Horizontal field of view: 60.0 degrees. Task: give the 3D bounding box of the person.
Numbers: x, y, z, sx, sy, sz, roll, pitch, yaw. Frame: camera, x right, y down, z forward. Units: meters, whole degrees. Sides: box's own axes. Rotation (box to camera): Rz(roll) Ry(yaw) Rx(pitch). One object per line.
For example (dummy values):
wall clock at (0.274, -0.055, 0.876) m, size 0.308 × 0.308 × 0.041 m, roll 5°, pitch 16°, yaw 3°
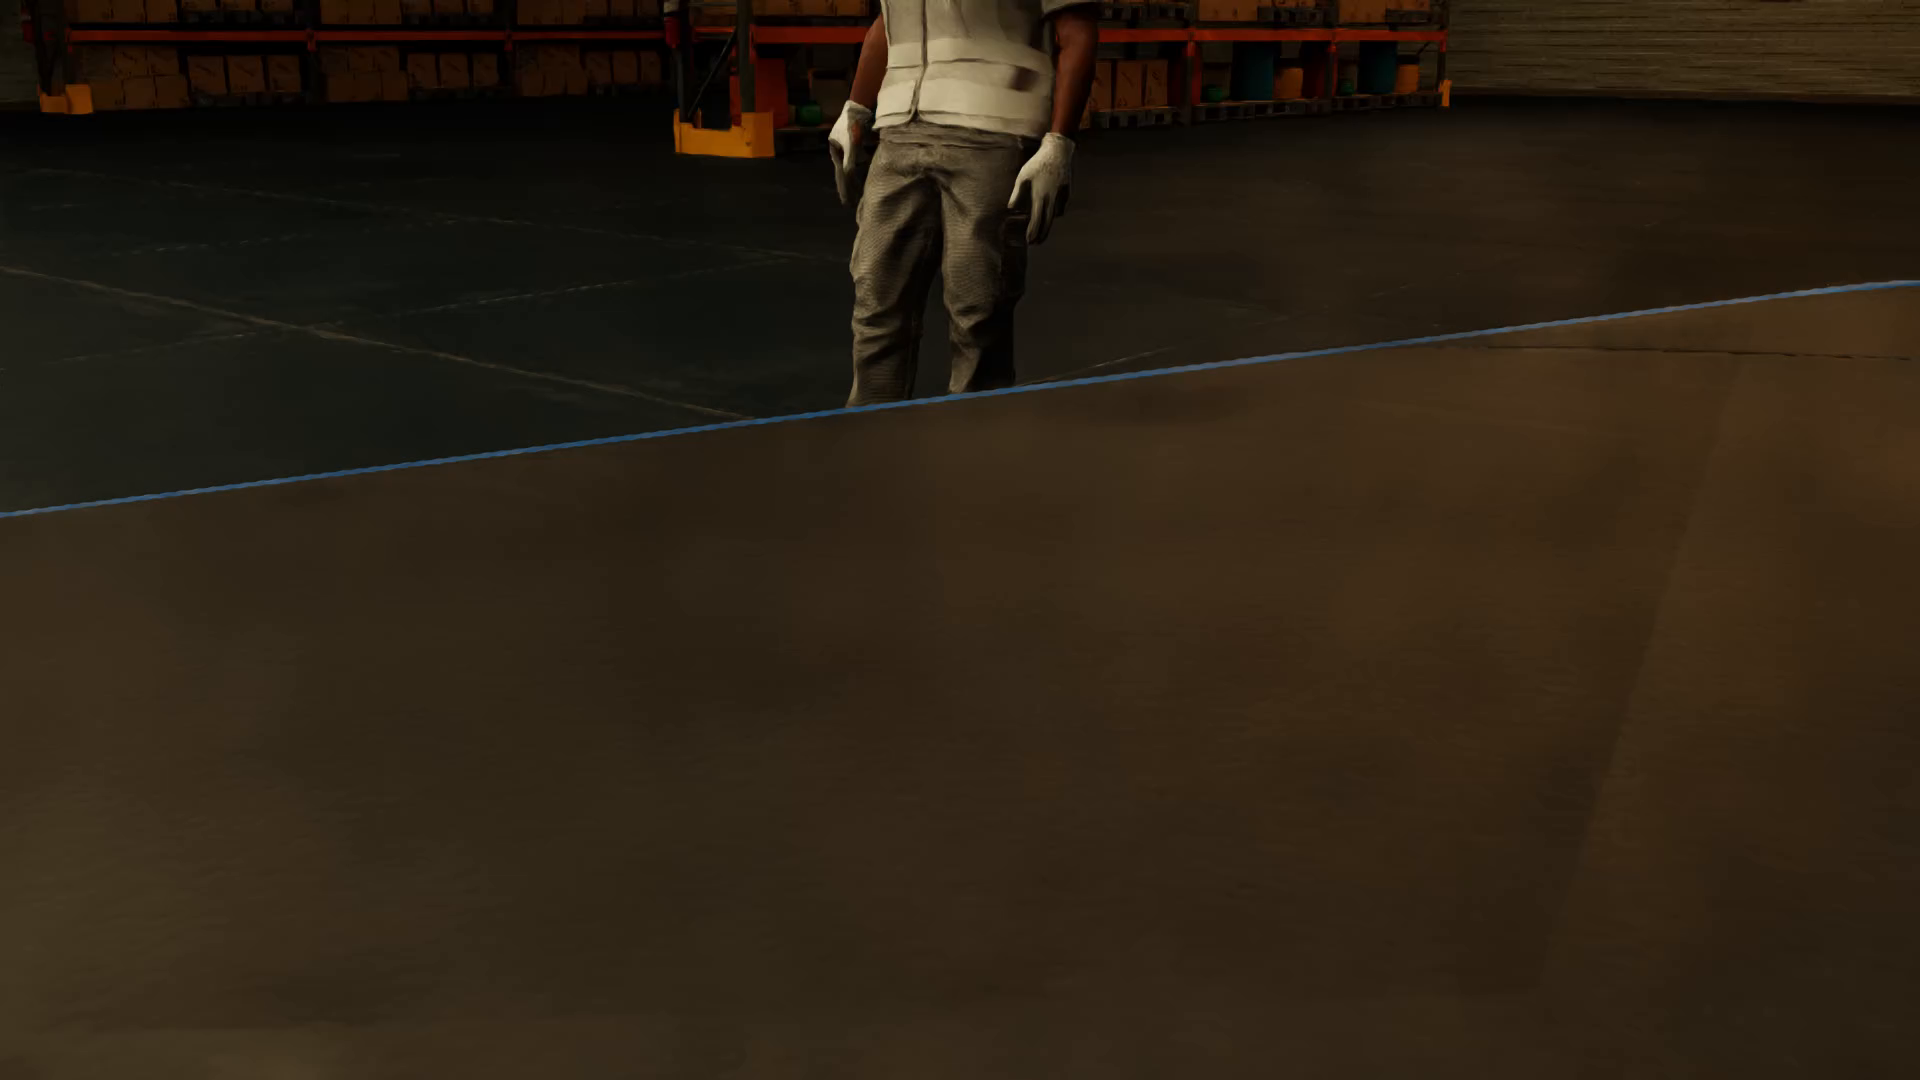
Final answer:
person at (-0.052, -0.845, 3.632) m, size 0.655 × 1.782 × 0.576 m, roll 13°, pitch 21°, yaw 37°
